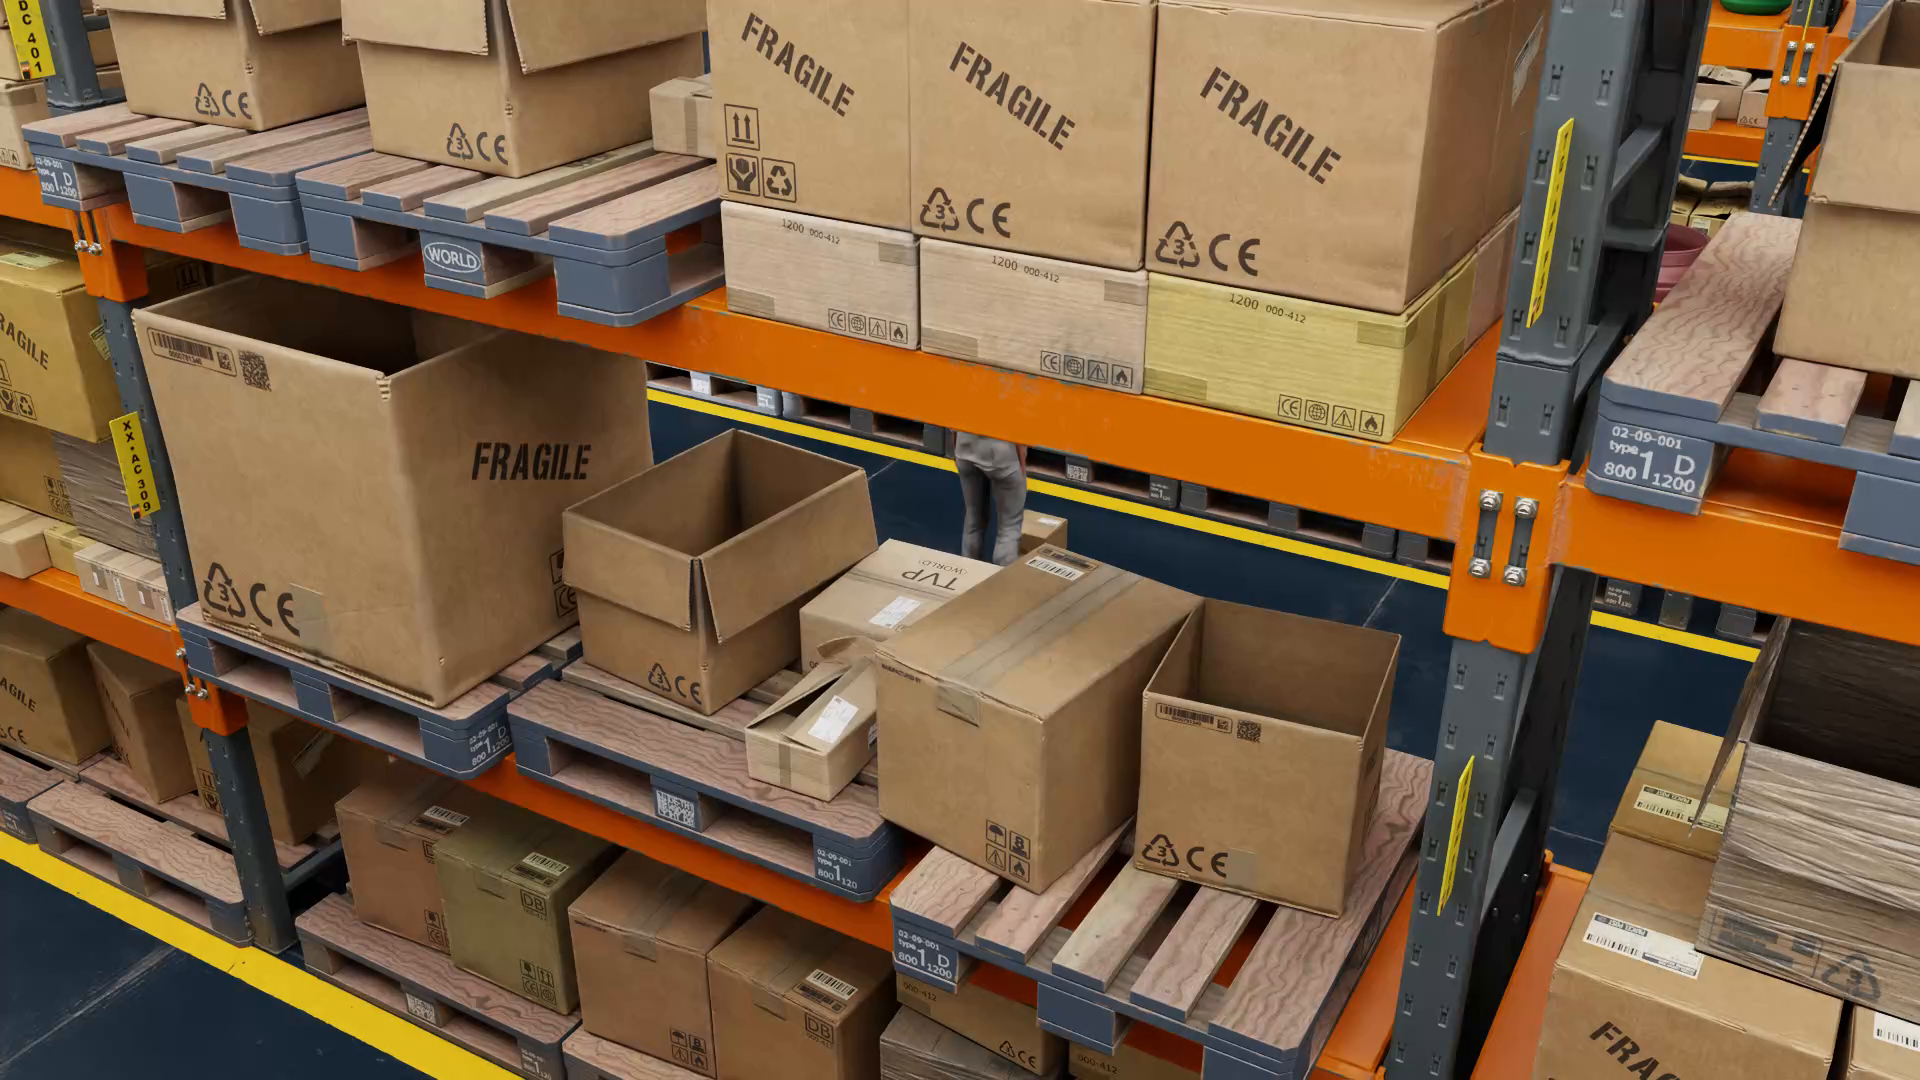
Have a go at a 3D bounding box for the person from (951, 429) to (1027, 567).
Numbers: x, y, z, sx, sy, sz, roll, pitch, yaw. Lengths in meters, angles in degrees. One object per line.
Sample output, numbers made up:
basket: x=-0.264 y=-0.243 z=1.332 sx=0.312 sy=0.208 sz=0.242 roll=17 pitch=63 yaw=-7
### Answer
person: x=0.142 y=-0.366 z=7.906 sx=0.430 sy=1.655 sz=0.387 roll=15 pitch=30 yaw=27
